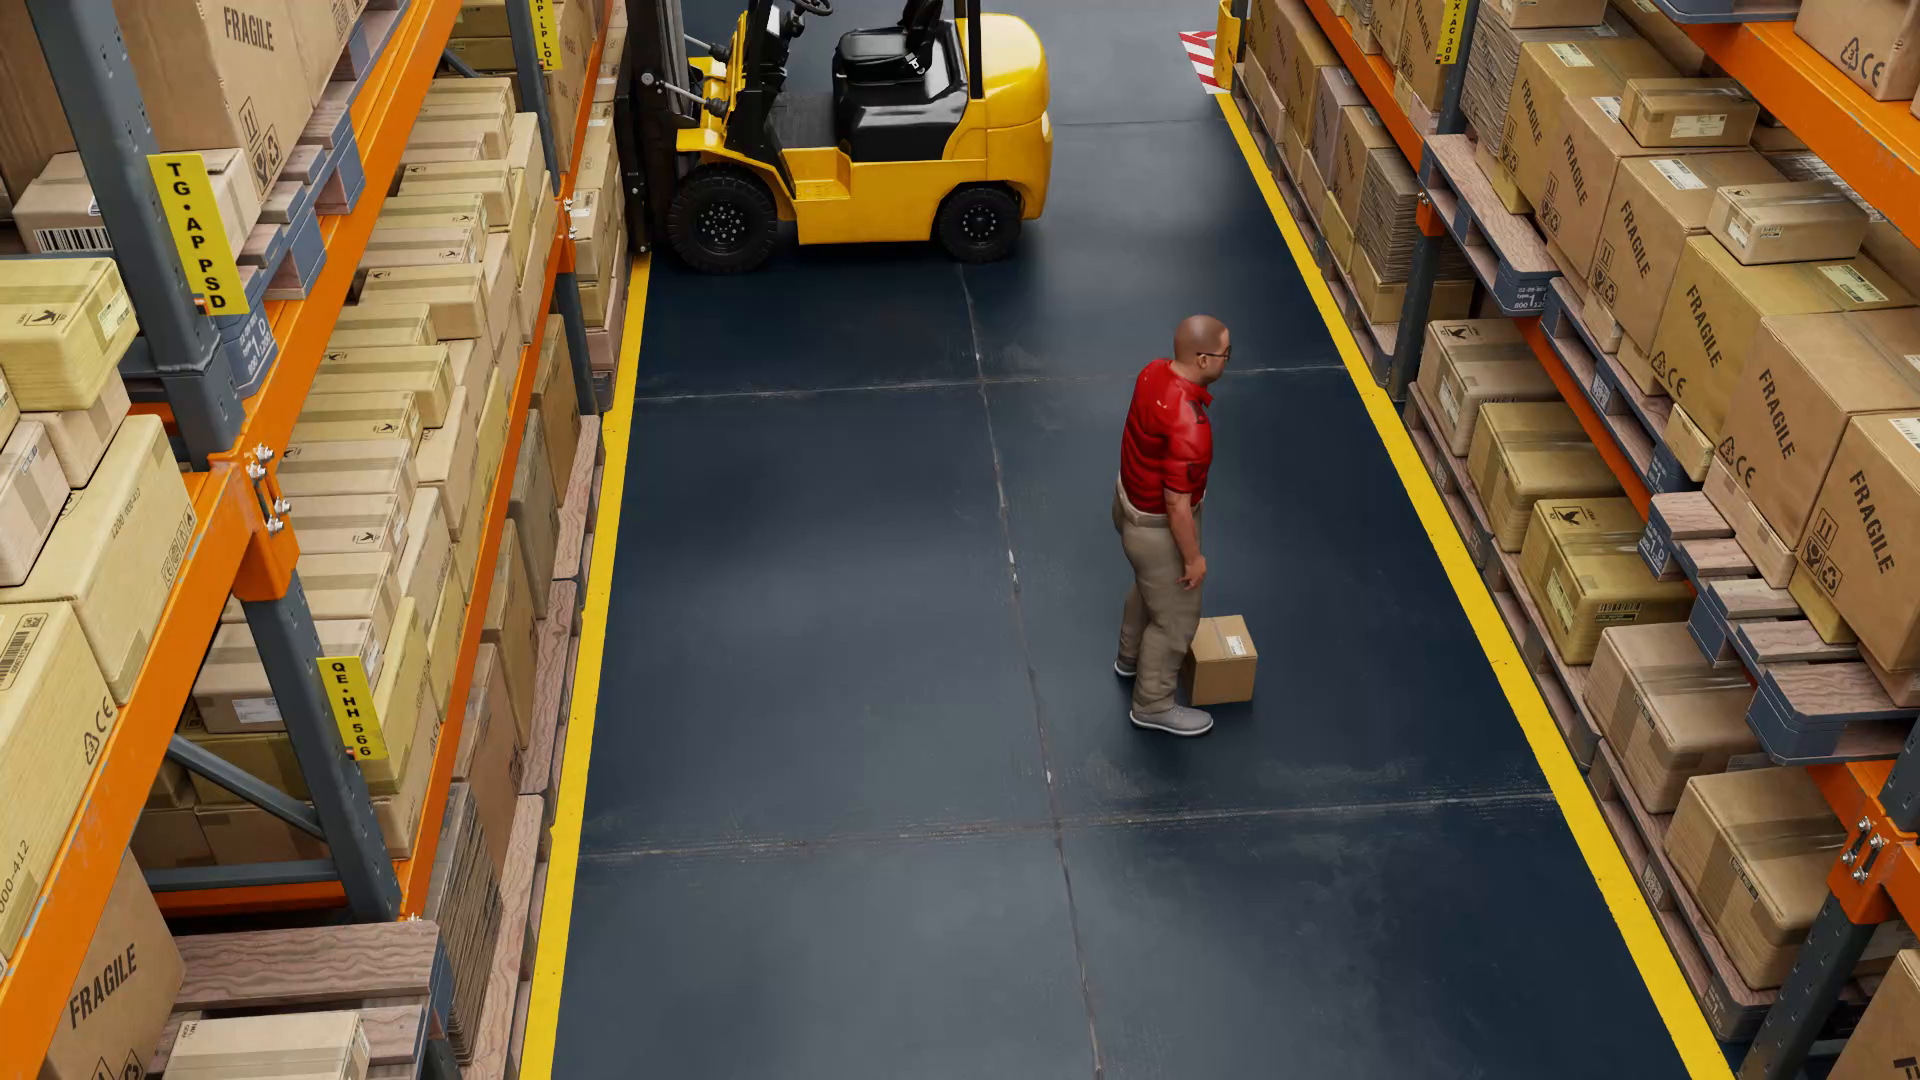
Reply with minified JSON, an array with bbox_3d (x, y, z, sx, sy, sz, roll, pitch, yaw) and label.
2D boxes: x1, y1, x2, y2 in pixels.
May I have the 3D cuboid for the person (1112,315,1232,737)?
[{"bbox_3d":[0.785,-0.070,6.252,0.393,1.726,0.605,-5,39,-7],"label":"person"}]
